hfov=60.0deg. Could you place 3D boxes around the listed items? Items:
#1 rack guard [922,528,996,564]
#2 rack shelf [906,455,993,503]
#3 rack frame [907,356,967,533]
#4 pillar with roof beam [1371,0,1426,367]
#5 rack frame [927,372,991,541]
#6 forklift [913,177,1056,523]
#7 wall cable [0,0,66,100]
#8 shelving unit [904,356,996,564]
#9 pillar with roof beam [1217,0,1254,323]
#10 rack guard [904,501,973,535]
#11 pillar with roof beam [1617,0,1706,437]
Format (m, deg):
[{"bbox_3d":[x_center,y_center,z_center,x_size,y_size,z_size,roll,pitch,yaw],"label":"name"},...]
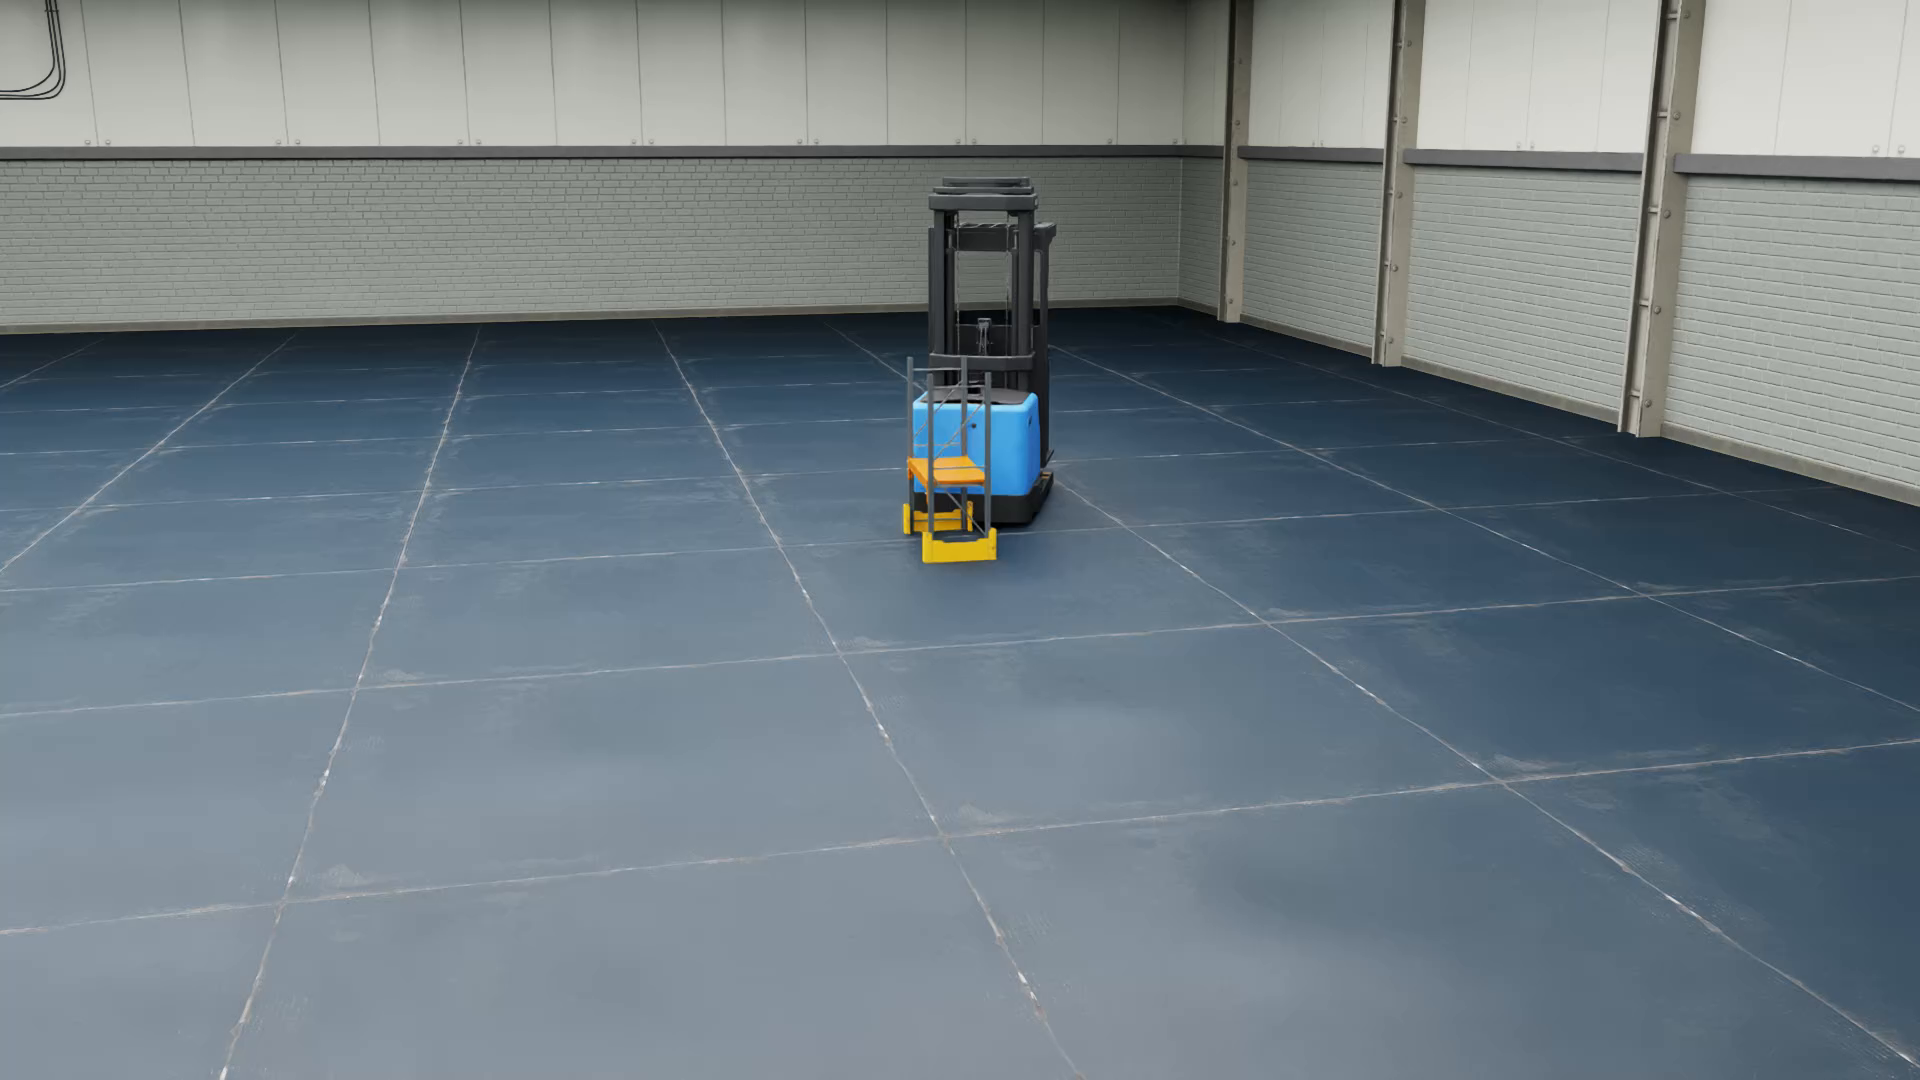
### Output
[{"bbox_3d":[-0.005,0.045,13.216,0.587,0.250,0.087,-3,14,-10],"label":"rack guard"},{"bbox_3d":[-0.097,-0.506,13.595,0.538,0.185,1.000,-3,14,-10],"label":"rack shelf"},{"bbox_3d":[-0.190,-0.799,14.038,0.500,1.500,0.032,-3,14,-10],"label":"rack frame"},{"bbox_3d":[2.114,-6.720,22.473,9.100,9.000,0.400,-3,14,-13],"label":"pillar with roof beam"},{"bbox_3d":[-0.005,-0.562,13.067,0.500,1.500,0.032,-3,14,-10],"label":"rack frame"},{"bbox_3d":[0.294,-1.869,15.400,1.130,2.935,3.031,2,14,9],"label":"forklift"},{"bbox_3d":[-15.904,-9.519,26.765,2.305,6.003,0.169,-3,14,-13],"label":"wall cable"},{"bbox_3d":[-0.095,-0.678,13.543,0.587,1.500,1.083,-3,14,-10],"label":"shelving unit"},{"bbox_3d":[0.705,-8.104,28.139,9.100,9.000,0.400,-3,14,-13],"label":"pillar with roof beam"},{"bbox_3d":[-0.186,-0.187,14.168,0.587,0.250,0.087,-3,14,-10],"label":"rack guard"},{"bbox_3d":[3.523,-5.336,16.808,9.100,9.000,0.400,-3,14,-13],"label":"pillar with roof beam"}]
